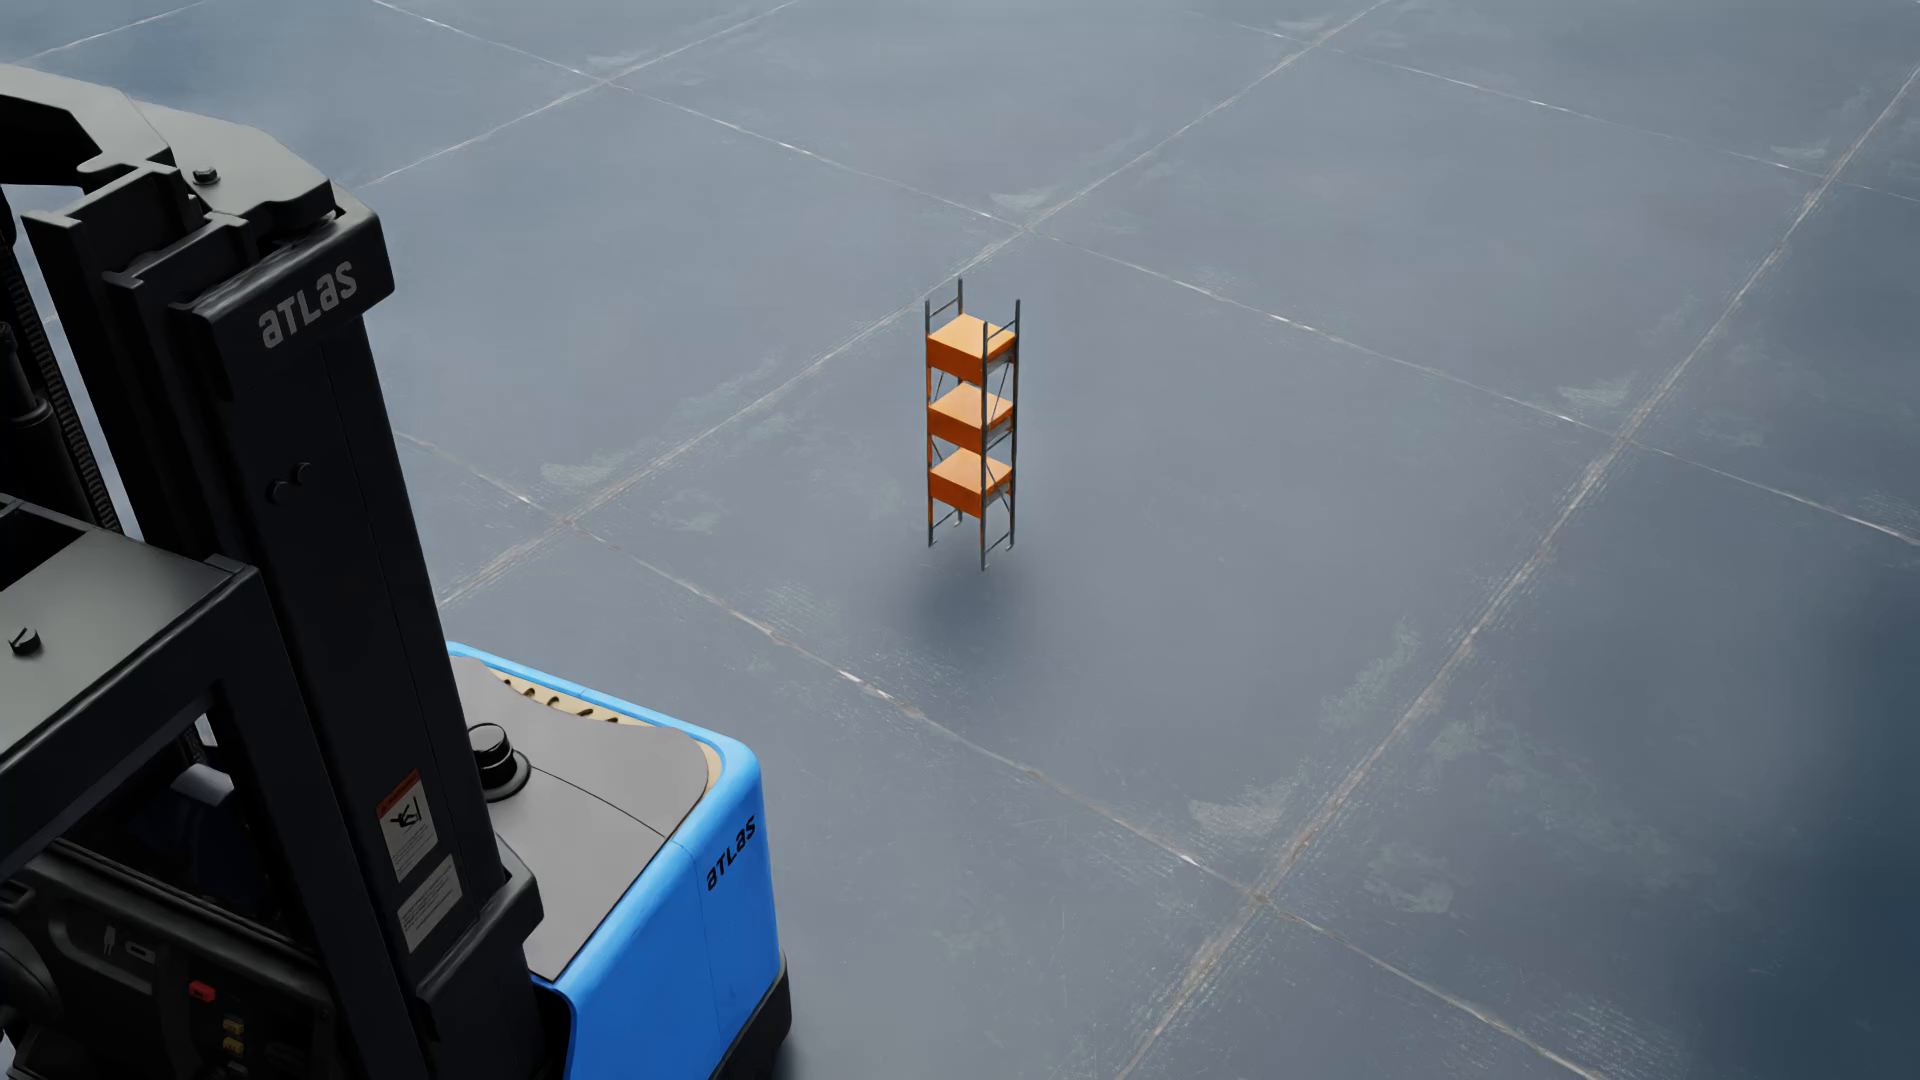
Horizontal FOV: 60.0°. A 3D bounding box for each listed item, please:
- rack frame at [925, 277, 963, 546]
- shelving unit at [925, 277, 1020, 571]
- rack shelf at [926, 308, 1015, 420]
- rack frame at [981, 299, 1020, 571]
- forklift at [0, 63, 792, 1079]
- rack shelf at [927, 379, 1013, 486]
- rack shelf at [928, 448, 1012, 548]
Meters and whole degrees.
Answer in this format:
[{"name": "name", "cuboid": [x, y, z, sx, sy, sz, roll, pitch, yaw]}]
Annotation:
[{"name": "rack frame", "cuboid": [-0.054, -0.439, 5.959, 0.008, 1.050, 0.200, 25, 45, 29]}, {"name": "shelving unit", "cuboid": [0.042, -0.393, 5.901, 0.252, 1.050, 0.215, 25, 45, 29]}, {"name": "rack shelf", "cuboid": [0.042, -0.608, 5.732, 0.240, 0.259, 0.215, 25, 45, 29]}, {"name": "rack frame", "cuboid": [0.139, -0.348, 5.842, 0.008, 1.050, 0.200, 25, 45, 29]}, {"name": "forklift", "cuboid": [-1.533, 0.875, 2.755, 1.130, 2.935, 3.031, 16, 41, 19]}, {"name": "rack shelf", "cuboid": [0.042, -0.385, 5.907, 0.240, 0.259, 0.215, 25, 45, 29]}, {"name": "rack shelf", "cuboid": [0.042, -0.166, 6.079, 0.240, 0.259, 0.215, 25, 45, 29]}]
